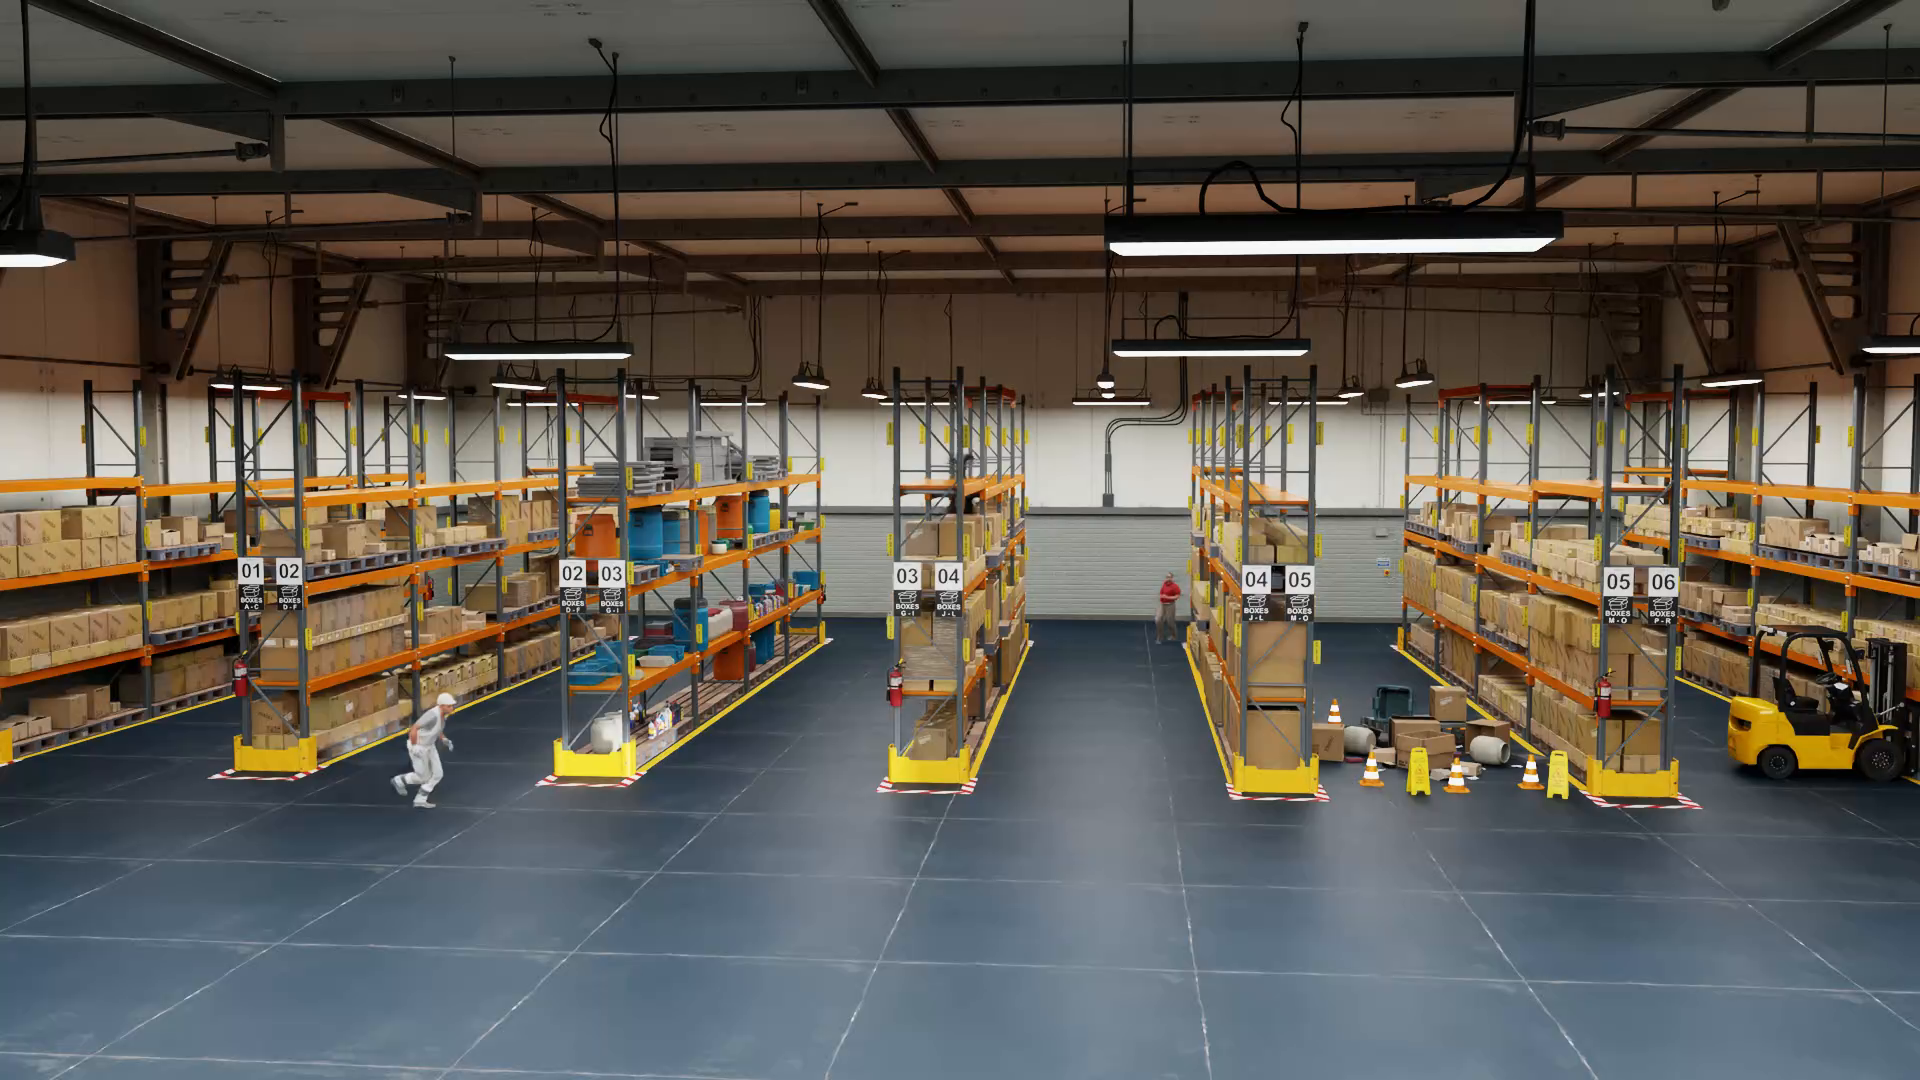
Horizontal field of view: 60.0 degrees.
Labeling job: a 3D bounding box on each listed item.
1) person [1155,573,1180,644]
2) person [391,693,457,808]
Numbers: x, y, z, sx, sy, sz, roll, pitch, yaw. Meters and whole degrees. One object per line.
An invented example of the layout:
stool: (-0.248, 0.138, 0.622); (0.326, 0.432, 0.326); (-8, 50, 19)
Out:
person: (5.116, 1.678, 40.277); (0.702, 1.800, 0.653); (-3, 5, -42)
person: (-7.221, 2.834, 22.362); (1.005, 1.578, 0.674); (1, 4, 14)
